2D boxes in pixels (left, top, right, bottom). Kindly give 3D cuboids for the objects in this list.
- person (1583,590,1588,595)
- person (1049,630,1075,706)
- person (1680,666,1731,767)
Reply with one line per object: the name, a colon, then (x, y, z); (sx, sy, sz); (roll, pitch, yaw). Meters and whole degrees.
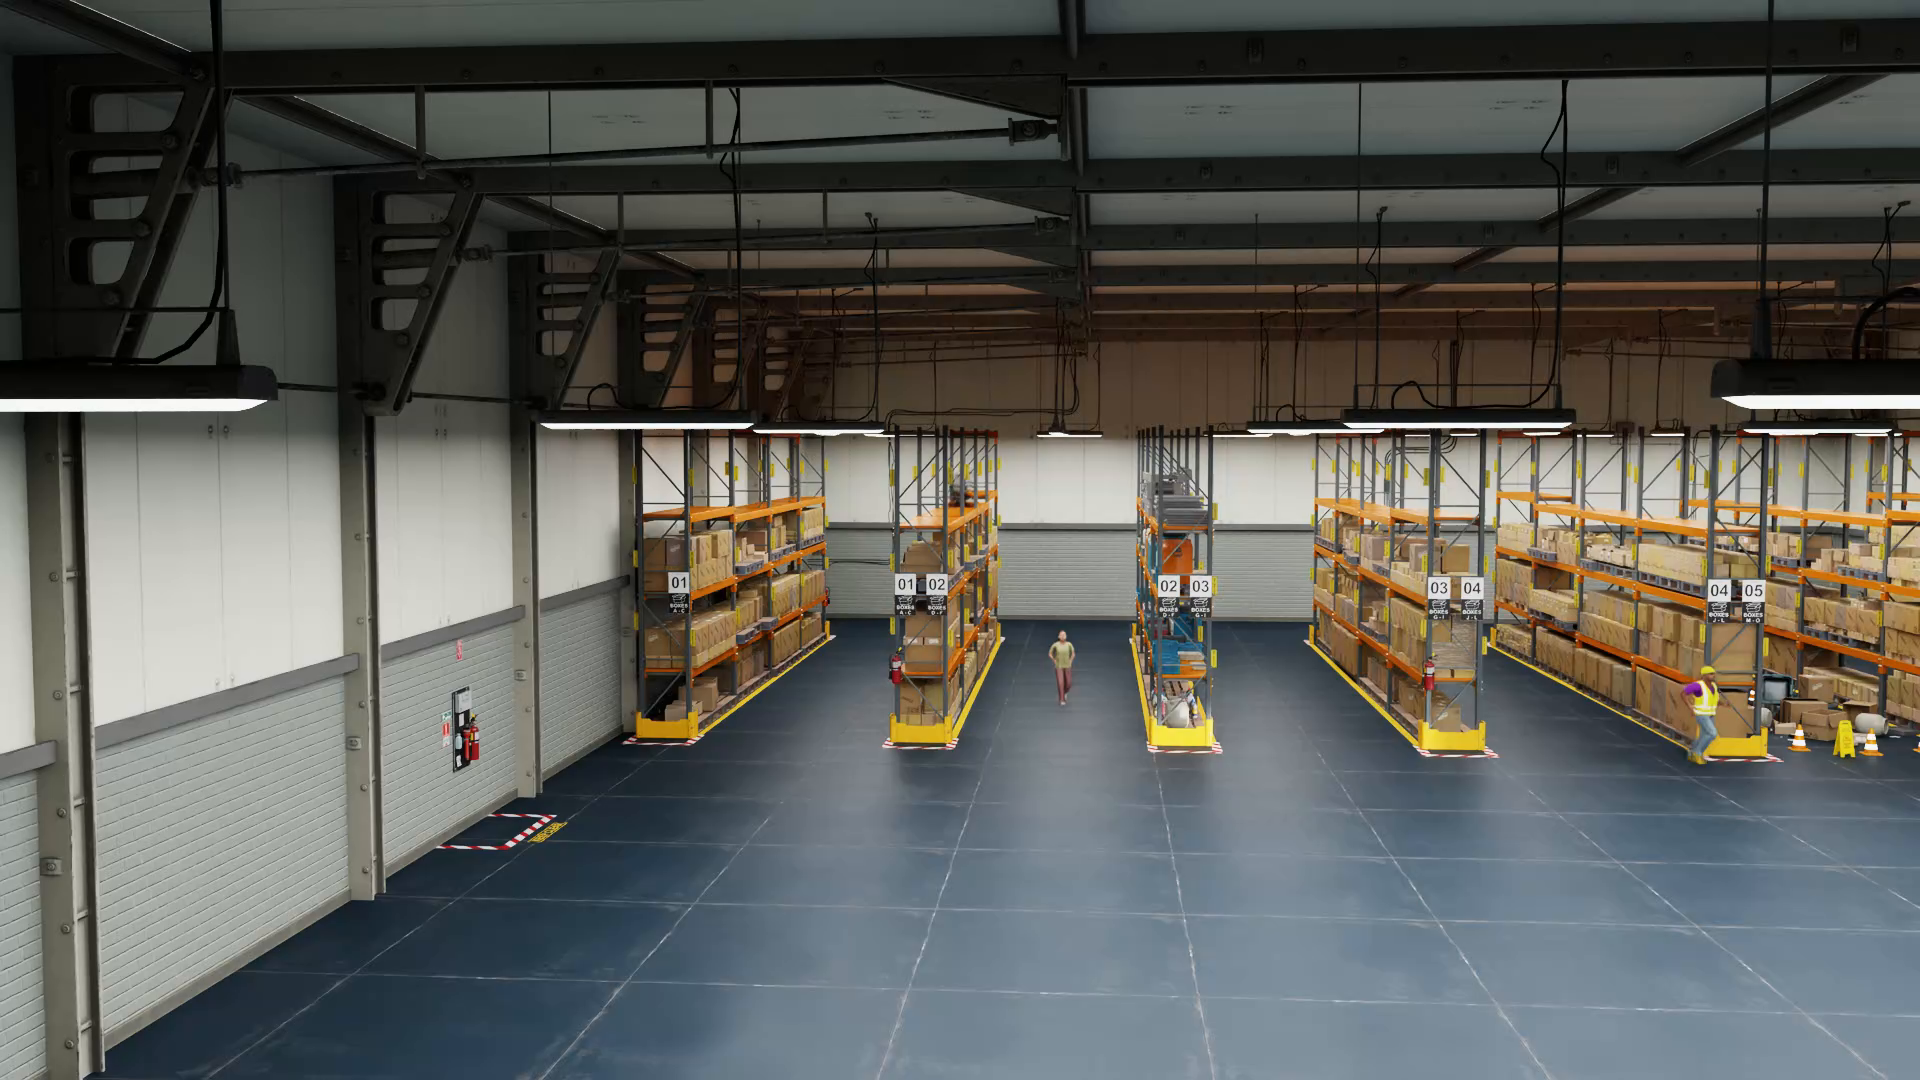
person: (17.065, 2.169, 45.432); (0.545, 1.624, 0.628); (-1, 4, -13)
person: (2.207, 2.749, 35.932); (0.578, 1.619, 0.569); (0, 3, -5)
person: (13.161, 3.102, 29.310); (0.701, 1.756, 0.694); (-2, 4, -31)
